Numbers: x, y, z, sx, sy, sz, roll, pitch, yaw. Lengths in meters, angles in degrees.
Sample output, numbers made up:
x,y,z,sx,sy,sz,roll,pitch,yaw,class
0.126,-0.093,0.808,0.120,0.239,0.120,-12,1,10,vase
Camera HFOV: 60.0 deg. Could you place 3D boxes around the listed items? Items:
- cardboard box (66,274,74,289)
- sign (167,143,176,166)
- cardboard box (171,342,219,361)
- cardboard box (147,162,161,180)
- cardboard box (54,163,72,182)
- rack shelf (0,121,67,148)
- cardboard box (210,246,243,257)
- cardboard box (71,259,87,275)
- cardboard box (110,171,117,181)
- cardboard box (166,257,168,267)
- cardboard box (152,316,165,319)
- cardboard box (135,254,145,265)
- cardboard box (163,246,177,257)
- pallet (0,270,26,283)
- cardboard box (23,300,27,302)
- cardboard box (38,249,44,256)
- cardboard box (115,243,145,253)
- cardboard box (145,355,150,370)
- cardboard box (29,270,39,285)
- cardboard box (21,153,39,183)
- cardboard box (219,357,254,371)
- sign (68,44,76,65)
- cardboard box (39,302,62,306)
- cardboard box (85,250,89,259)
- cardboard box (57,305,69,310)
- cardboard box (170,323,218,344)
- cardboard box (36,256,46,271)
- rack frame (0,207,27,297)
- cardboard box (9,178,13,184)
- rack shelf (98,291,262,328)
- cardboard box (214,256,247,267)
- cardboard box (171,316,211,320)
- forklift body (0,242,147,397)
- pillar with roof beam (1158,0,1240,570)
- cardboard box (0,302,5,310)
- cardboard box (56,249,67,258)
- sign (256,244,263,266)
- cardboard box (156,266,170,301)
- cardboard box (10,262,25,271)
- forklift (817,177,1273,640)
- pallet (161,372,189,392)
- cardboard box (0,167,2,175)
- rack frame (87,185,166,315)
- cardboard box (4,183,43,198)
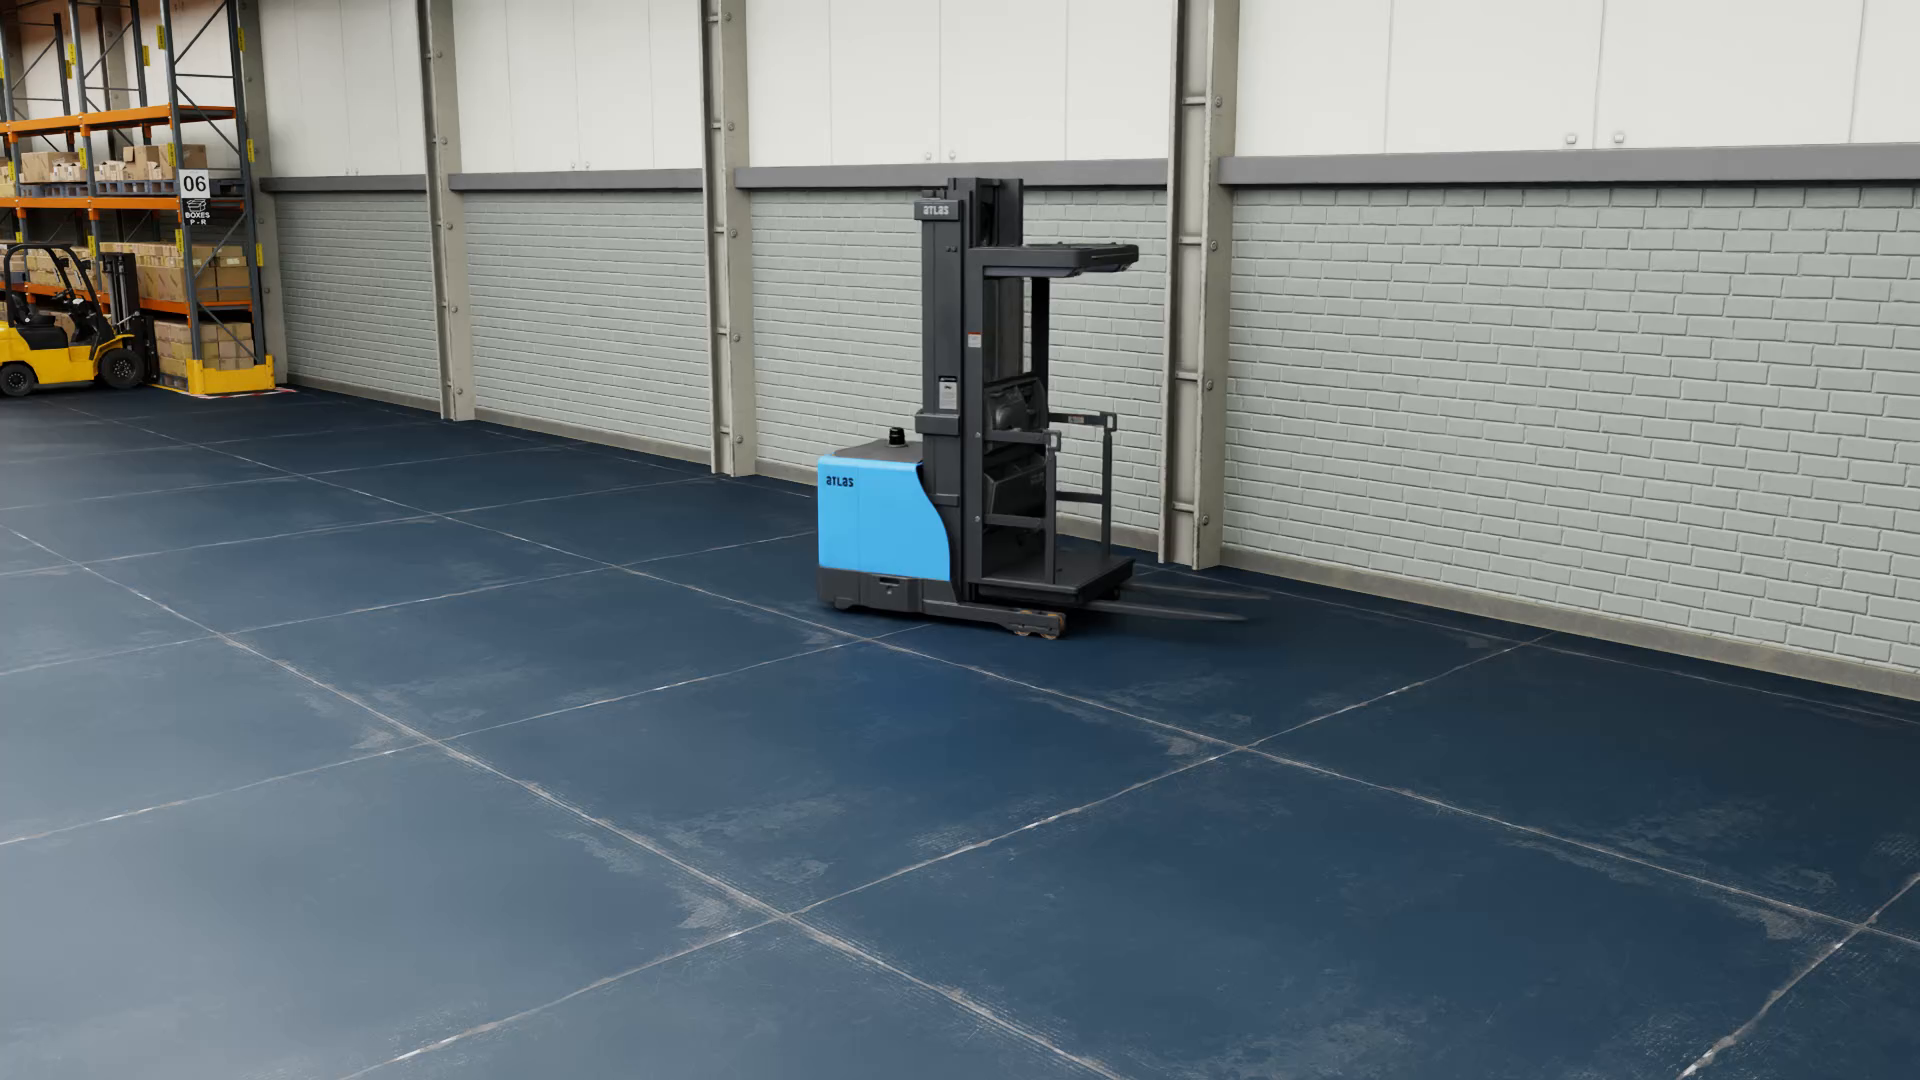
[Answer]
x,y,z,sx,sy,sz,roll,pitch,yaw,class
-14.773,-4.384,28.131,0.500,0.250,0.500,-11,16,-42,cardboard box
-11.203,-5.478,23.636,0.100,0.325,0.005,-11,16,-43,sign
-11.363,-2.819,24.695,0.500,0.250,0.500,-11,16,-43,cardboard box
-11.768,-5.461,24.597,0.396,0.266,0.258,-11,16,-42,cardboard box
-14.770,-6.135,27.756,0.500,0.311,0.500,11,16,43,cardboard box
-17.707,-7.537,30.969,1.077,0.370,4.000,-11,16,-43,rack shelf
-10.879,-4.279,24.654,0.380,0.149,0.250,-11,16,-44,cardboard box
-14.448,-4.553,27.710,0.500,0.250,0.500,11,16,44,cardboard box
-12.942,-5.652,25.813,0.380,0.149,0.250,-10,15,-41,cardboard box
-11.576,-4.146,24.744,0.380,0.149,0.250,-11,16,-42,cardboard box
-12.759,-3.359,26.076,0.500,0.250,0.500,-10,15,-41,cardboard box
-12.480,-4.327,25.623,0.380,0.149,0.250,-11,16,-44,cardboard box
-11.594,-4.289,24.704,0.380,0.149,0.250,-10,16,-41,cardboard box
-16.845,-4.850,30.496,1.213,0.211,1.003,-11,16,-43,pallet
-17.919,-4.571,32.212,0.380,0.149,0.250,-10,16,-41,cardboard box
-15.937,-5.062,29.191,0.380,0.149,0.250,-10,16,-41,cardboard box
-13.026,-4.583,26.128,0.380,0.149,0.250,-10,16,-41,cardboard box
-12.405,-2.792,25.803,0.500,0.250,0.500,-10,15,-41,cardboard box
-16.196,-4.683,29.580,0.500,0.250,0.500,-11,16,-42,cardboard box
-16.002,-6.488,29.001,0.500,0.500,0.500,-11,16,-42,cardboard box
-10.999,-2.646,25.092,0.500,0.250,0.500,-11,16,-42,cardboard box
-13.948,-7.629,26.128,0.100,0.325,0.005,-11,16,-43,sign
-17.190,-4.426,31.505,0.380,0.149,0.250,-11,16,-44,cardboard box
-14.282,-4.735,27.606,0.380,0.149,0.250,-11,16,-43,cardboard box
-16.461,-4.274,30.769,0.380,0.149,0.250,-10,15,-40,cardboard box
-11.345,-3.060,24.627,0.500,0.250,0.500,-10,15,-41,cardboard box
-15.851,-4.855,29.174,0.500,0.250,0.500,-10,15,-41,cardboard box
-19.088,-5.439,32.878,1.000,3.000,0.127,-11,16,-43,rack frame
-16.910,-6.505,30.002,0.250,0.149,0.380,11,16,44,cardboard box
-12.182,-3.627,25.867,1.077,0.370,4.000,-11,16,-43,rack shelf
-10.848,-4.140,24.717,0.250,0.149,0.380,11,16,44,cardboard box
-12.030,-3.356,26.061,0.500,0.250,0.500,-11,16,-44,cardboard box
-13.430,-3.295,24.572,2.313,2.155,1.214,-11,16,-43,forklift body
-1.313,-3.626,9.212,9.100,9.000,0.400,-11,16,-43,pillar with roof beam
-18.086,-4.467,31.706,0.380,0.149,0.250,-10,15,-41,cardboard box
-15.103,-4.867,28.248,0.250,0.149,0.380,11,16,44,cardboard box
-10.396,-4.227,24.653,0.100,0.325,0.005,-11,16,-43,sign
-11.682,-3.849,24.912,0.500,0.500,0.500,-10,15,-41,cardboard box
-17.057,-4.980,30.233,0.380,0.149,0.250,-11,16,-42,cardboard box
0.562,-0.912,11.075,3.031,2.935,1.130,6,13,26,forklift
-11.360,-2.428,25.172,1.003,0.211,1.213,-11,16,-43,pallet
-17.497,-6.754,30.472,0.380,0.149,0.250,-11,16,-44,cardboard box
-13.563,-4.271,27.211,1.000,3.000,0.127,-11,16,-43,rack frame
-16.856,-6.292,29.956,0.500,0.250,0.500,11,16,43,cardboard box
